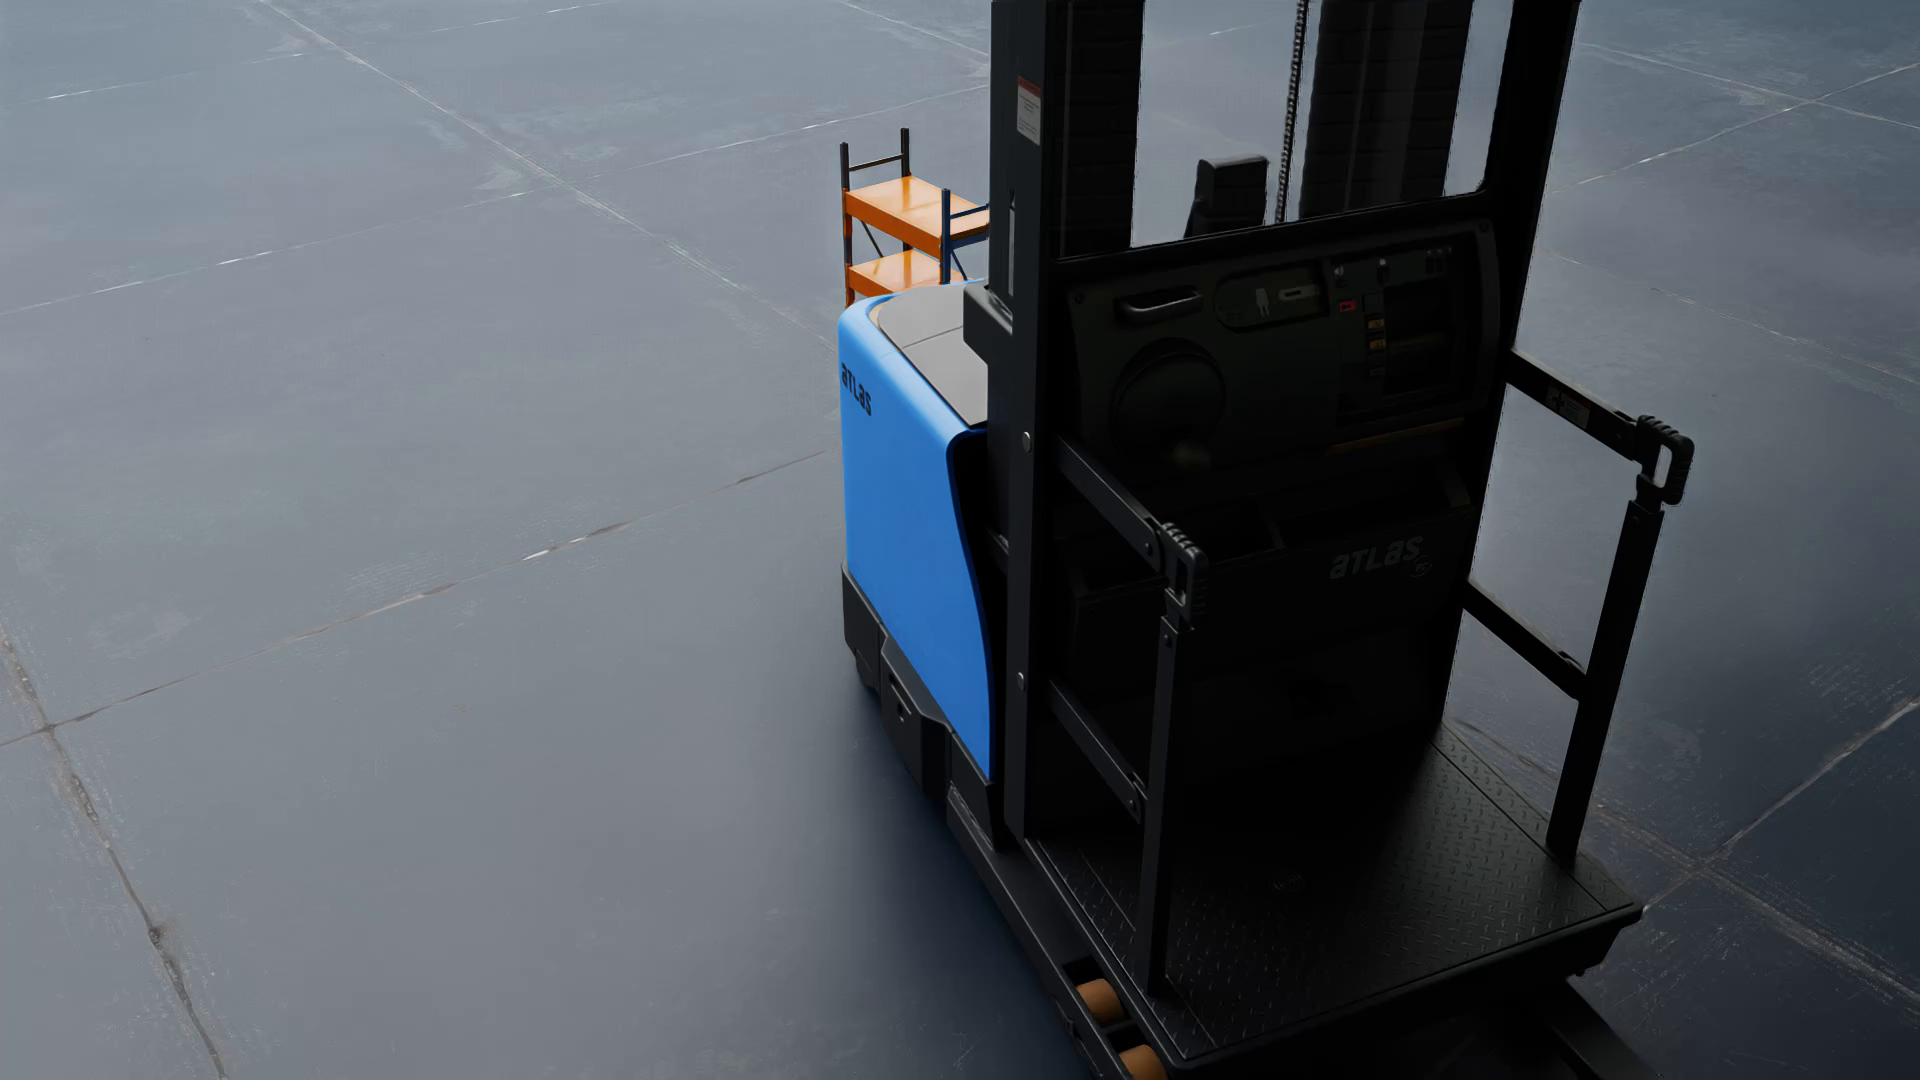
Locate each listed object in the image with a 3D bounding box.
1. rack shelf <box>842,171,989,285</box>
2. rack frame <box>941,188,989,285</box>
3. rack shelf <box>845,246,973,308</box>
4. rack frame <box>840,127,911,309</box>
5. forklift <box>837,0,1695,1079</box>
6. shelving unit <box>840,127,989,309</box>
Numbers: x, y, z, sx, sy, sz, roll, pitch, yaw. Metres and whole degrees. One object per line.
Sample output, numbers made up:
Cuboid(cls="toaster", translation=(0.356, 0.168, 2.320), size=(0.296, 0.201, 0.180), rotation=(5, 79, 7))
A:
Cuboid(cls="rack shelf", translation=(-0.101, -0.912, 4.837), size=(0.258, 0.148, 0.480), rotation=(-22, 38, -31))
Cuboid(cls="rack frame", translation=(0.048, -0.477, 4.881), size=(0.240, 1.200, 0.015), rotation=(-22, 38, -31))
Cuboid(cls="rack shelf", translation=(-0.101, -0.712, 4.962), size=(0.258, 0.148, 0.480), rotation=(-22, 38, -31))
Cuboid(cls="rack frame", translation=(-0.251, -0.680, 5.208), size=(0.240, 1.200, 0.015), rotation=(-22, 38, -31))
Cuboid(cls="forklift", translation=(0.713, -0.317, 2.983), size=(1.130, 2.935, 3.031), rotation=(-13, 34, -19))
Cuboid(cls="shelving unit", translation=(-0.101, -0.579, 5.045), size=(0.258, 1.200, 0.503), rotation=(-22, 38, -31))
